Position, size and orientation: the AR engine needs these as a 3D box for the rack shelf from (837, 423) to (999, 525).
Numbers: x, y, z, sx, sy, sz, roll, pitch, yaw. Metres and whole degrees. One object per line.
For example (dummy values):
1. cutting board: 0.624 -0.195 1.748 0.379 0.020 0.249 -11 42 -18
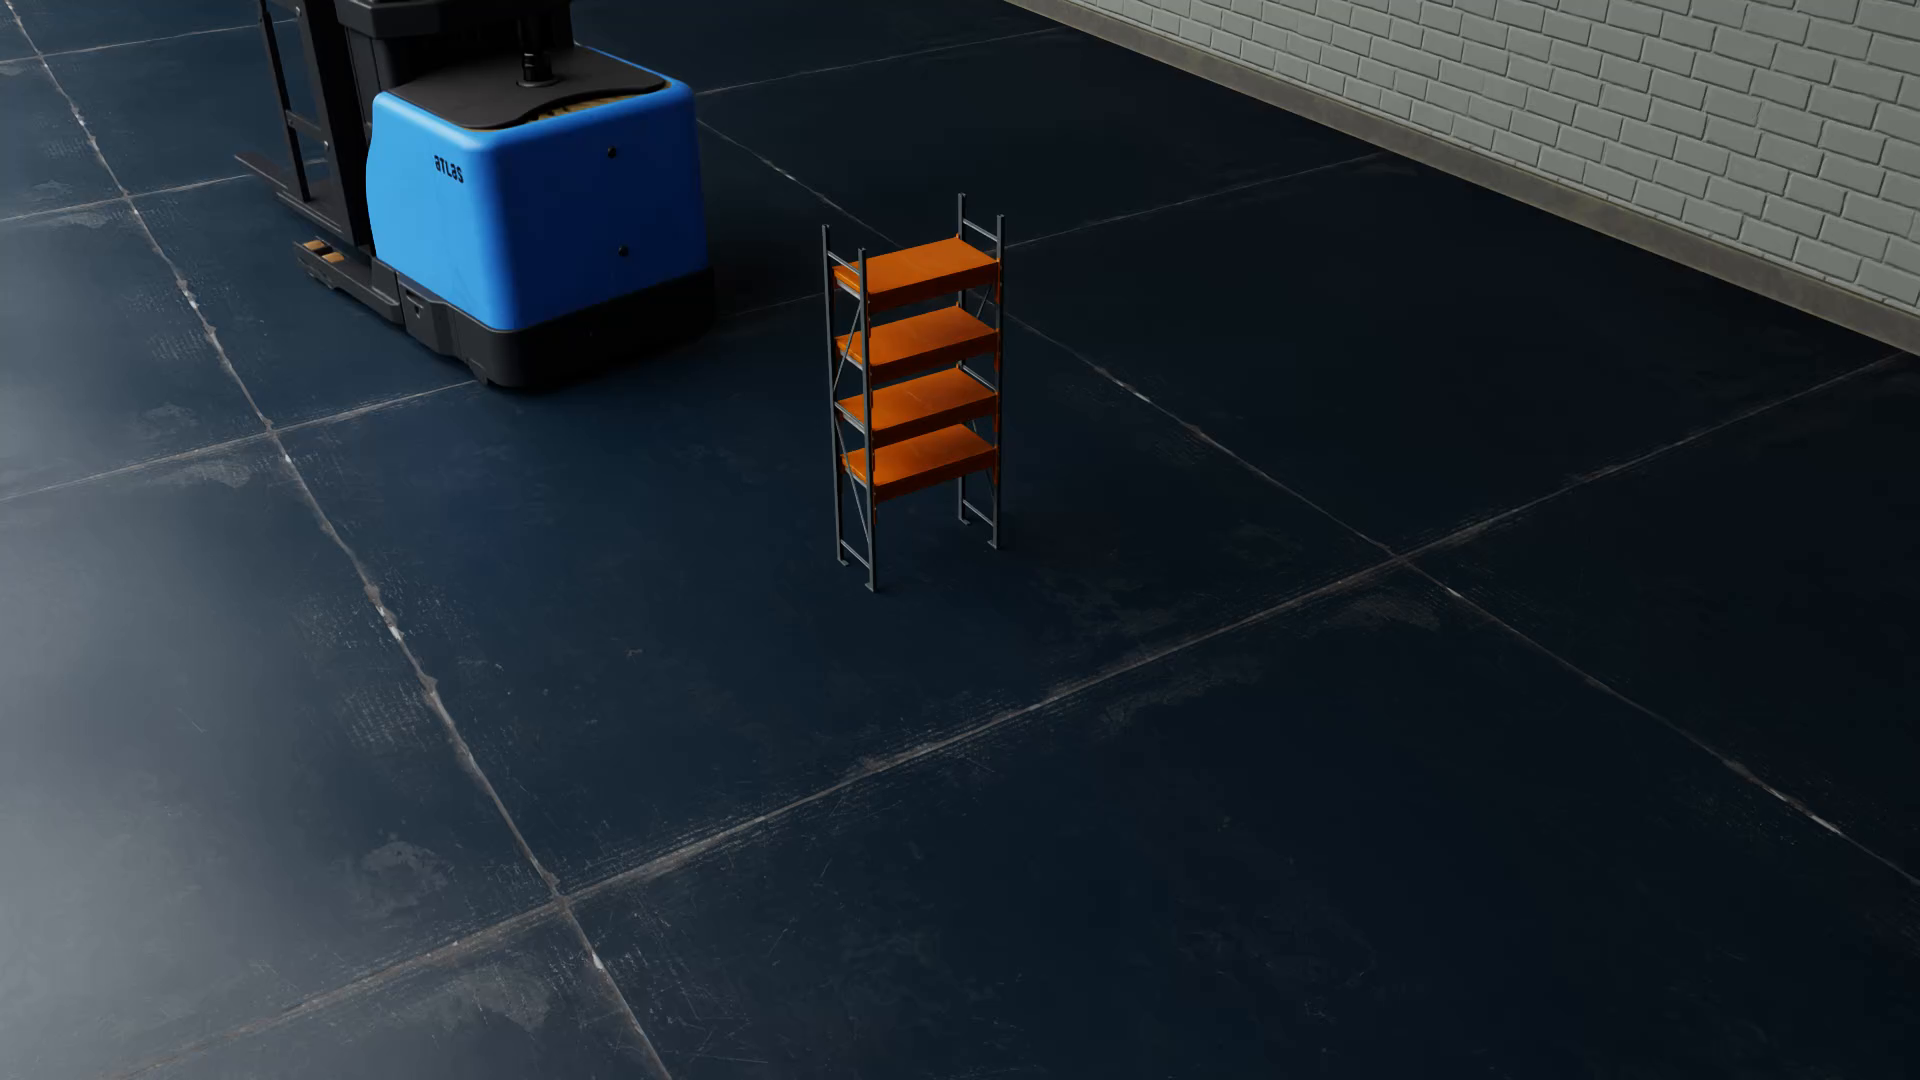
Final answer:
1. rack shelf: -0.139 -0.235 5.496 0.480 0.148 0.258 -19 37 -27

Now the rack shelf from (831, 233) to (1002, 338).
1. rack shelf: -0.139 -0.792 5.144 0.480 0.148 0.258 -19 37 -27

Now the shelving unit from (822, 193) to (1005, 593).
1. shelving unit: -0.139 -0.460 5.354 0.503 1.200 0.258 -19 37 -27

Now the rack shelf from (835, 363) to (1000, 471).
1. rack shelf: -0.139 -0.403 5.390 0.480 0.148 0.258 -19 37 -27

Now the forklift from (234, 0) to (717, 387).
1. forklift: -2.412 -2.541 7.031 1.130 2.935 3.031 -26 41 -35

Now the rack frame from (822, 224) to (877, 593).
1. rack frame: -0.344 -0.389 5.242 0.015 1.200 0.240 -19 37 -27

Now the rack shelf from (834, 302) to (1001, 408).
1. rack shelf: -0.139 -0.592 5.271 0.480 0.148 0.258 -19 37 -27

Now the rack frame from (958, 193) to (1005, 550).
1. rack frame: 0.066 -0.530 5.466 0.015 1.200 0.240 -19 37 -27
